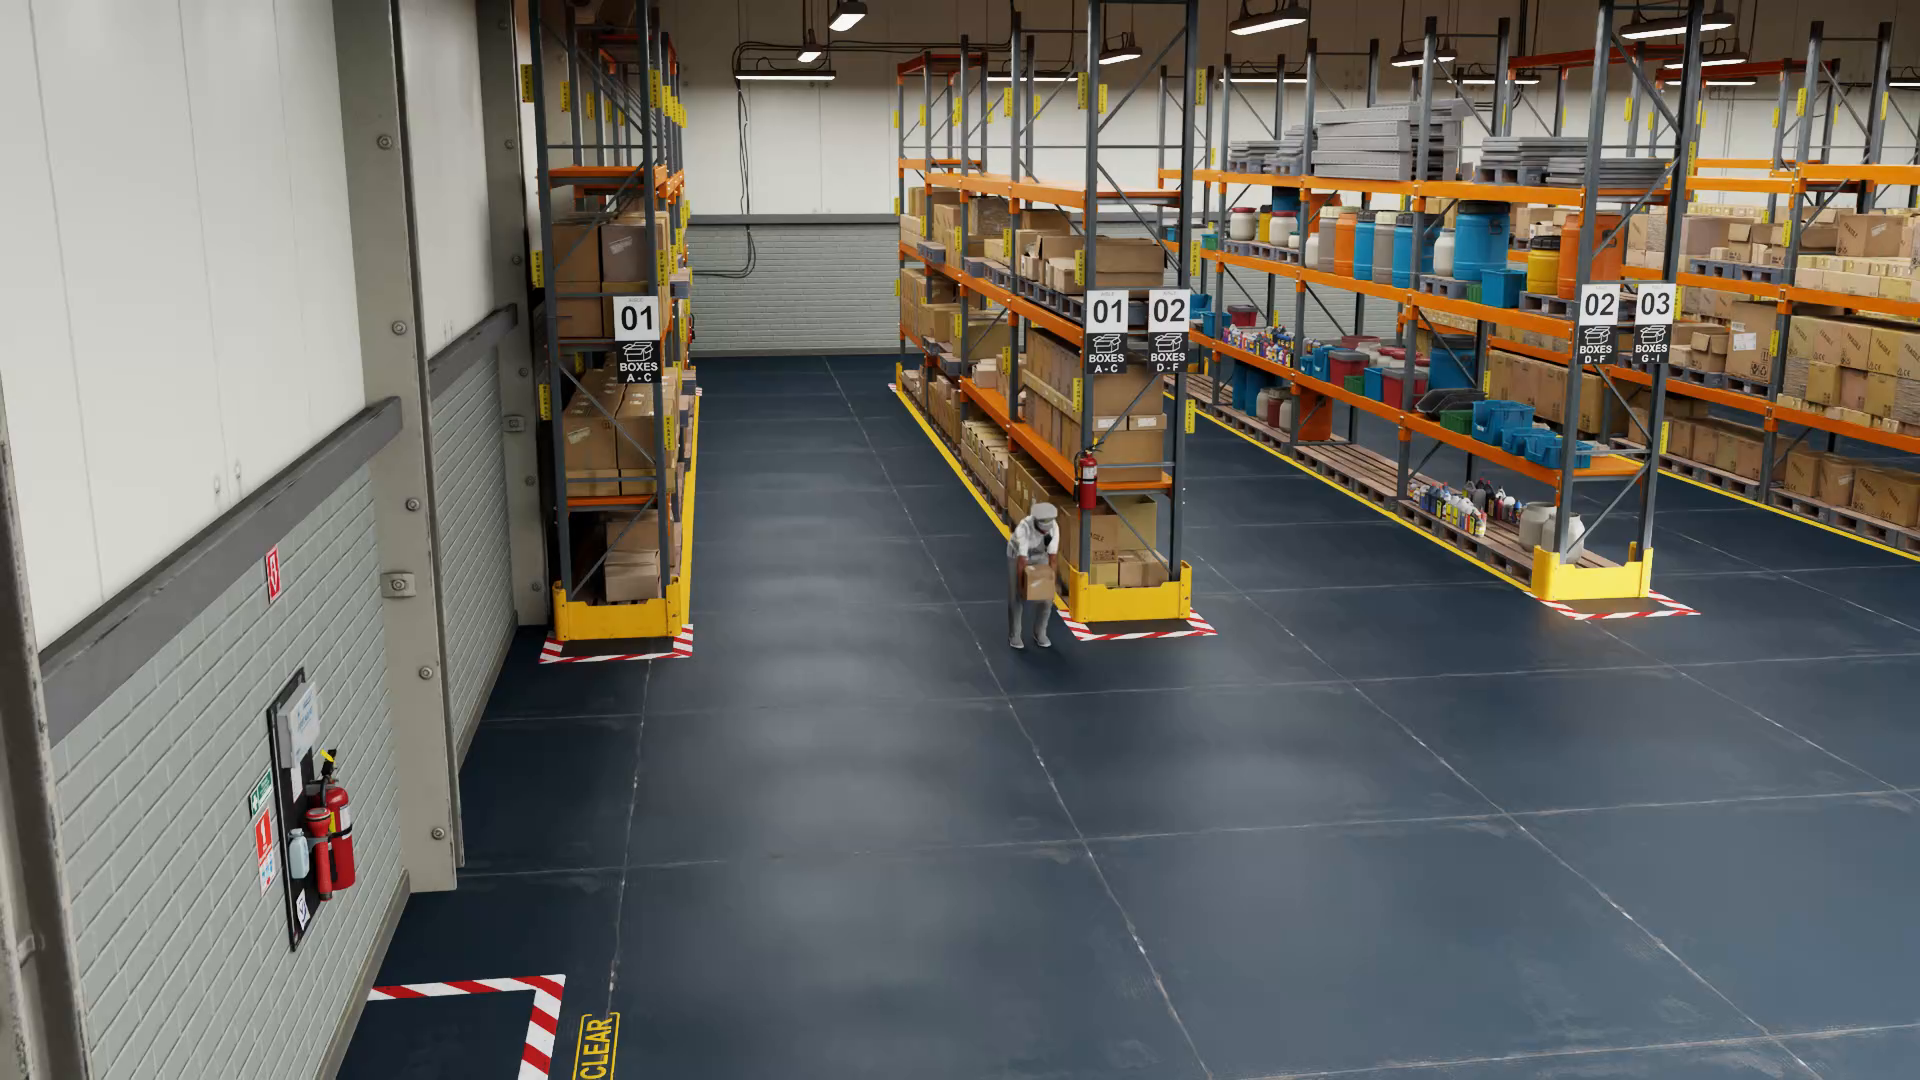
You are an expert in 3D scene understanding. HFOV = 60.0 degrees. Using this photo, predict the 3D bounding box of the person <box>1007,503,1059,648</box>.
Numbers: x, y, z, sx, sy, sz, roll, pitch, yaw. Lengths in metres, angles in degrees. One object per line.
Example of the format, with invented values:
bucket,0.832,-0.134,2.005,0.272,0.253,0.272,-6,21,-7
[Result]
person,0.679,0.322,15.167,0.414,1.422,0.810,-3,14,-11
